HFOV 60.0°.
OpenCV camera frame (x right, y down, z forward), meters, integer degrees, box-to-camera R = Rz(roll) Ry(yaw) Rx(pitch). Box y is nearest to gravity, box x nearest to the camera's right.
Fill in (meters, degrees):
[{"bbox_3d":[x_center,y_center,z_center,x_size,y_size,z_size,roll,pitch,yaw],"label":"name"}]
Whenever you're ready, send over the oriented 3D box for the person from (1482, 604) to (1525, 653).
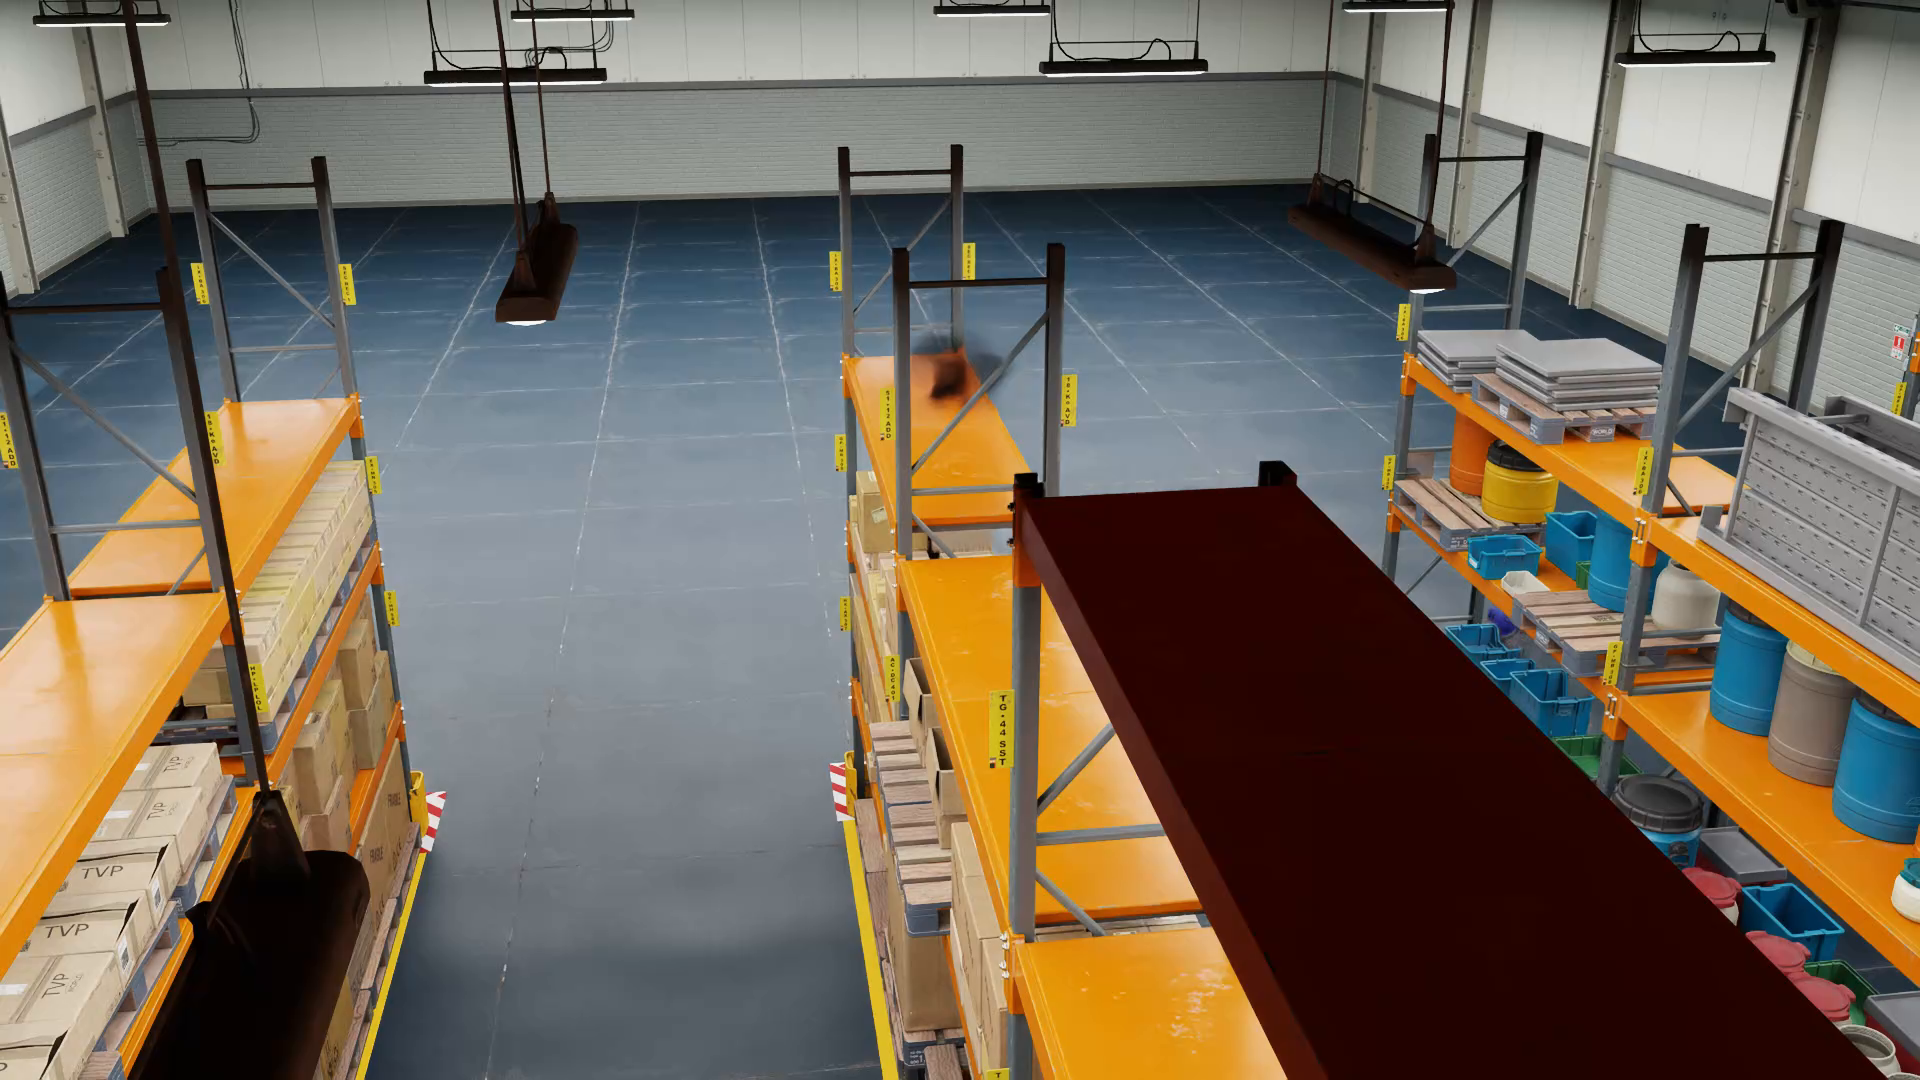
[{"bbox_3d":[5.497,1.116,16.688,0.601,1.685,0.849,-19,29,-40],"label":"person"}]
